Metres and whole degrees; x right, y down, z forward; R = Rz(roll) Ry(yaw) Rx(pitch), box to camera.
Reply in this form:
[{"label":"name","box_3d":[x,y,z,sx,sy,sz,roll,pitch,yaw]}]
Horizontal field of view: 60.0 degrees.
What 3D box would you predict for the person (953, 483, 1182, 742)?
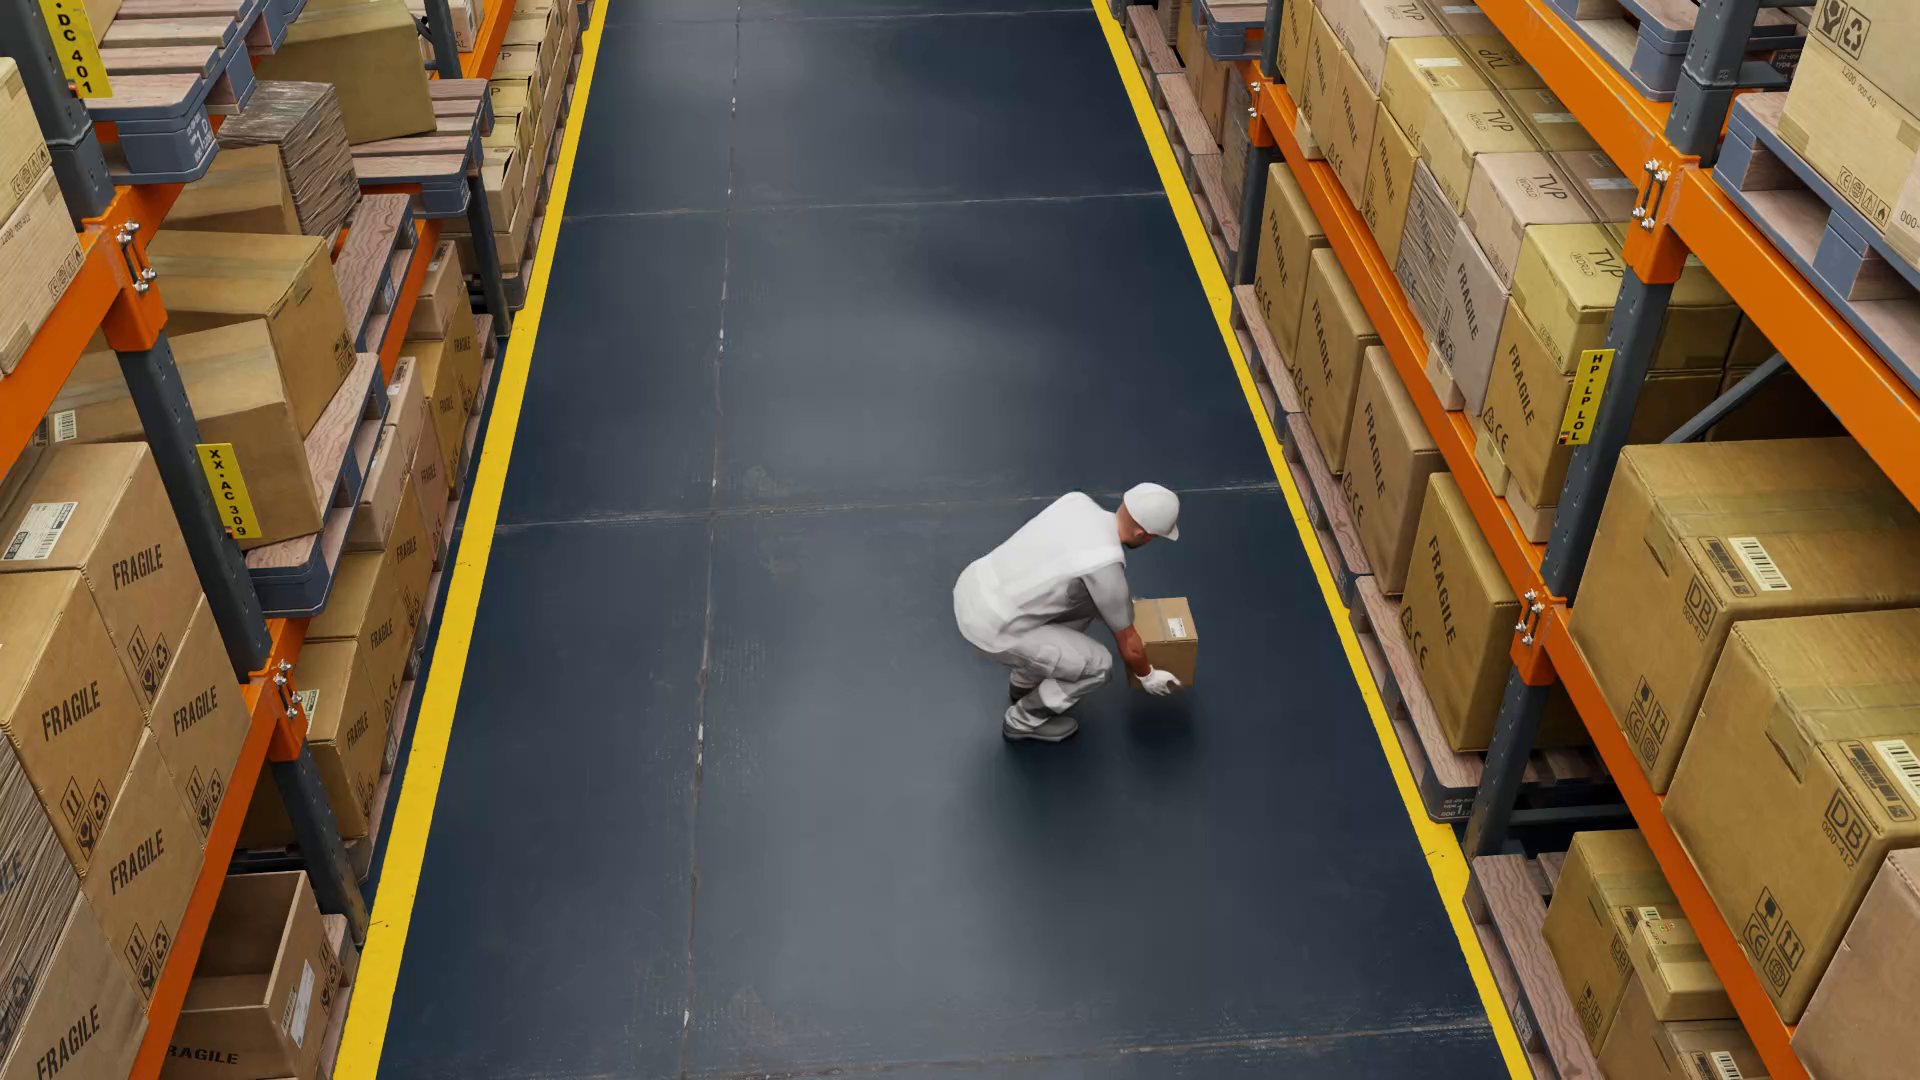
[{"label":"person","box_3d":[0.406,0.251,6.412,0.870,1.055,0.575,-3,39,-4]}]
